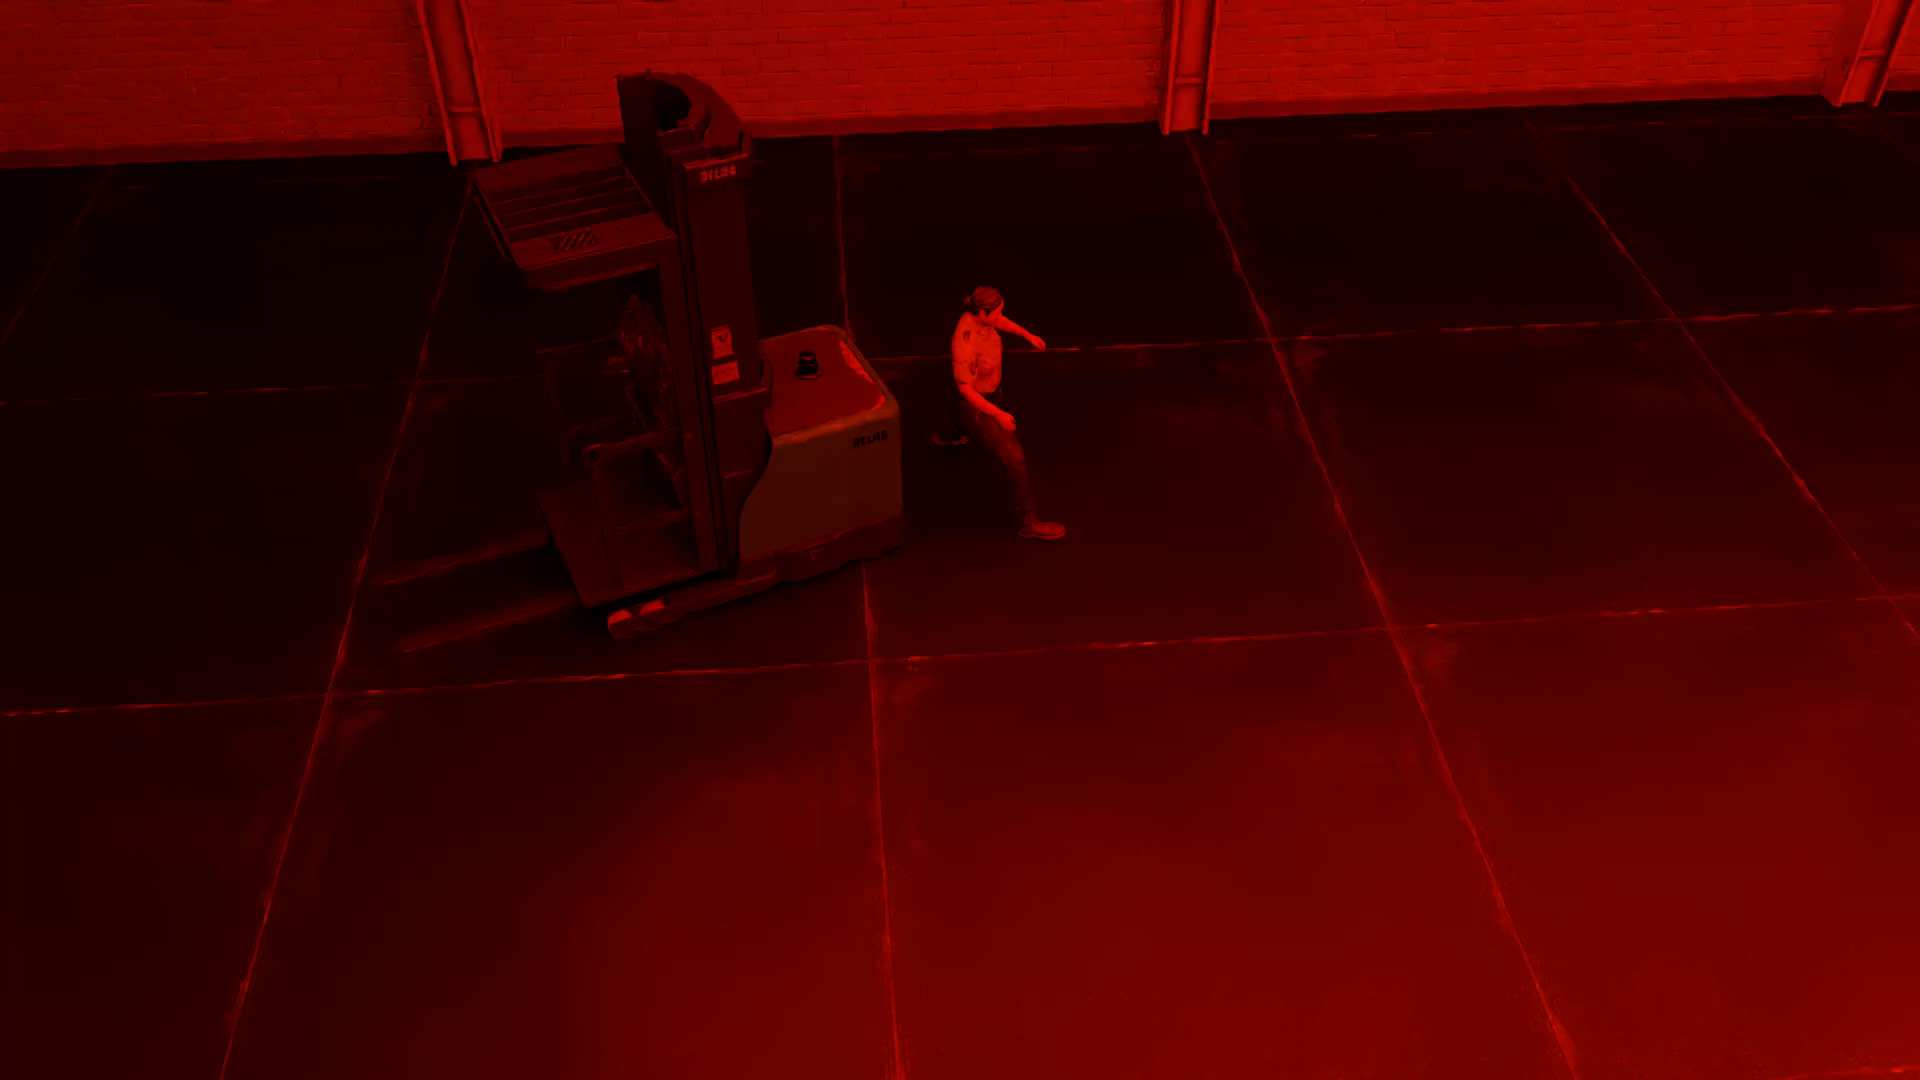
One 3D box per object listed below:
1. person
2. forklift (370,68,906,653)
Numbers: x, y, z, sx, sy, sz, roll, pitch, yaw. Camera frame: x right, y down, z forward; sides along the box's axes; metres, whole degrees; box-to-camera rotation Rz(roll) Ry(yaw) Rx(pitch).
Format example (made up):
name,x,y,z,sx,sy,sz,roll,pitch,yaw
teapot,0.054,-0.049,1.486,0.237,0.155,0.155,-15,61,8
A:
name,x,y,z,sx,sy,sz,roll,pitch,yaw
person,0.240,-0.904,10.121,0.996,1.490,0.998,7,41,8
forklift,-1.888,-0.939,9.036,3.031,2.935,1.130,-17,43,-19
